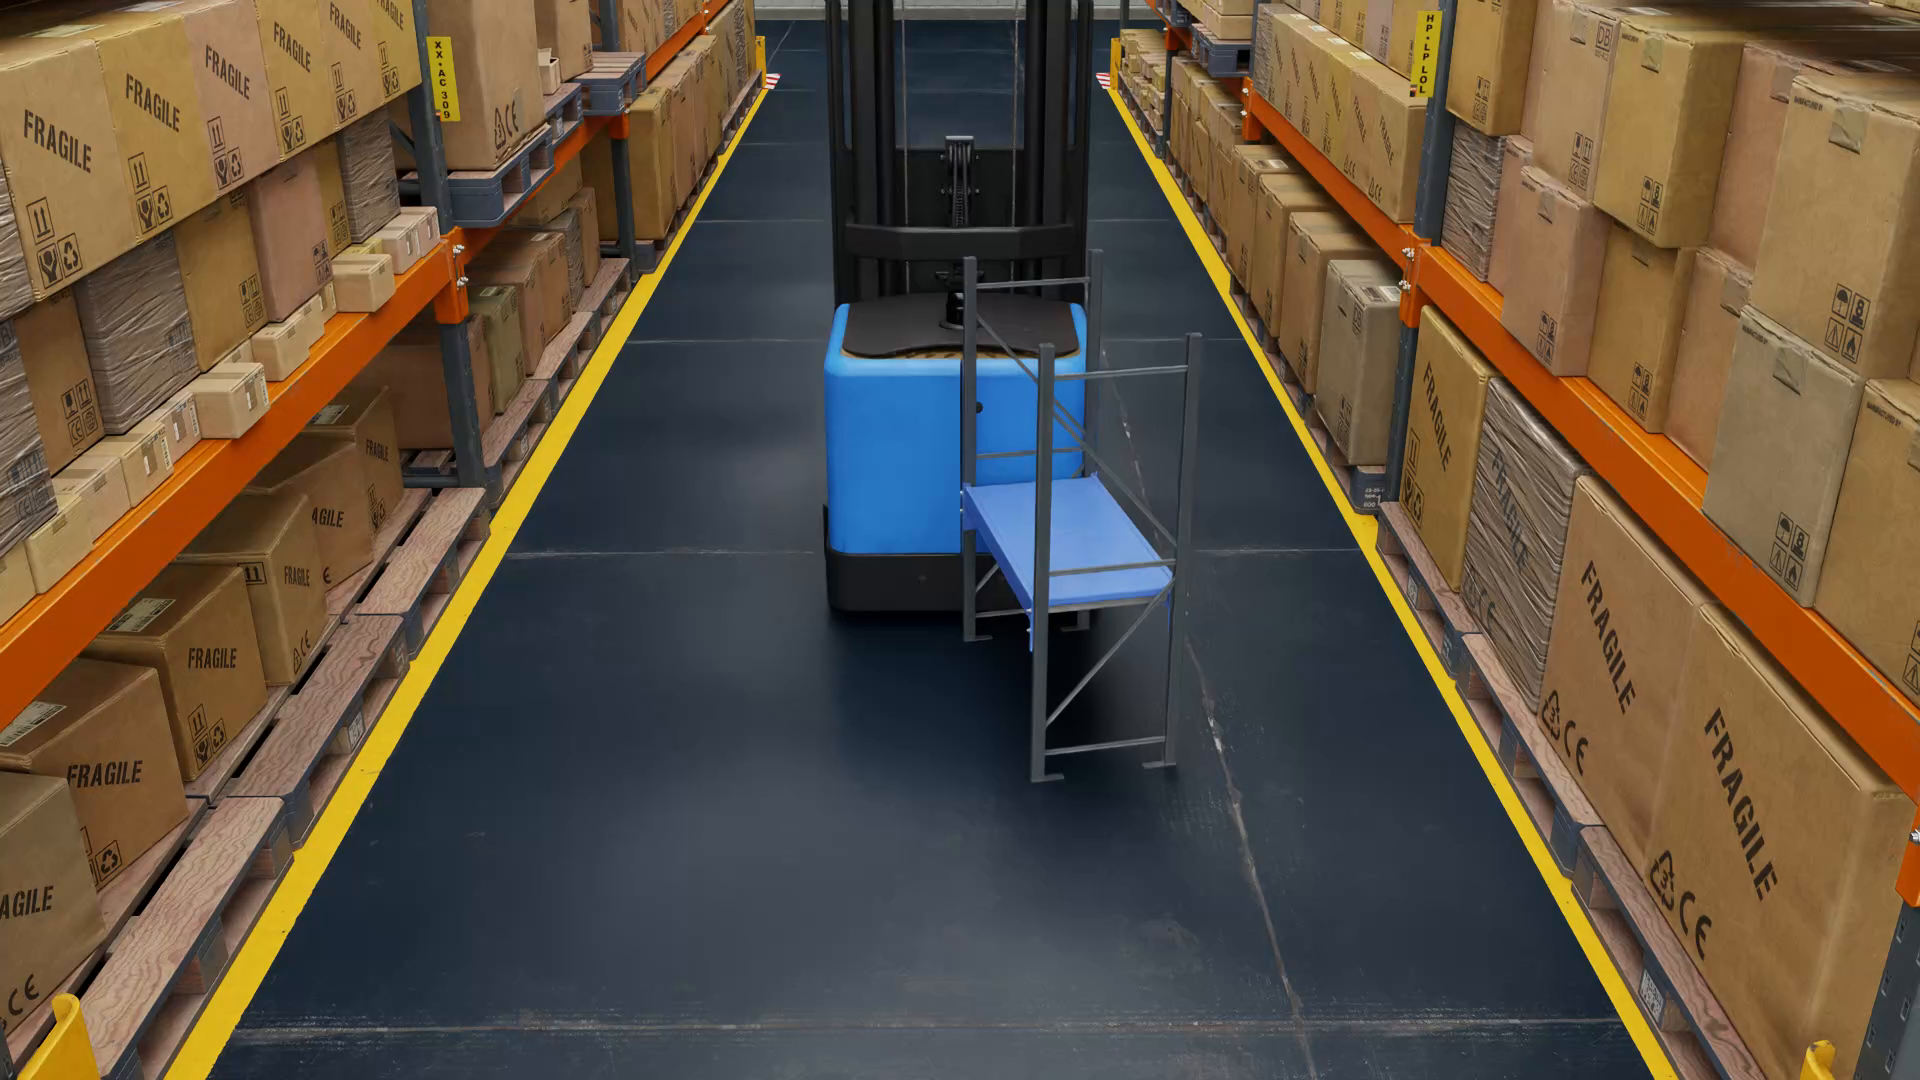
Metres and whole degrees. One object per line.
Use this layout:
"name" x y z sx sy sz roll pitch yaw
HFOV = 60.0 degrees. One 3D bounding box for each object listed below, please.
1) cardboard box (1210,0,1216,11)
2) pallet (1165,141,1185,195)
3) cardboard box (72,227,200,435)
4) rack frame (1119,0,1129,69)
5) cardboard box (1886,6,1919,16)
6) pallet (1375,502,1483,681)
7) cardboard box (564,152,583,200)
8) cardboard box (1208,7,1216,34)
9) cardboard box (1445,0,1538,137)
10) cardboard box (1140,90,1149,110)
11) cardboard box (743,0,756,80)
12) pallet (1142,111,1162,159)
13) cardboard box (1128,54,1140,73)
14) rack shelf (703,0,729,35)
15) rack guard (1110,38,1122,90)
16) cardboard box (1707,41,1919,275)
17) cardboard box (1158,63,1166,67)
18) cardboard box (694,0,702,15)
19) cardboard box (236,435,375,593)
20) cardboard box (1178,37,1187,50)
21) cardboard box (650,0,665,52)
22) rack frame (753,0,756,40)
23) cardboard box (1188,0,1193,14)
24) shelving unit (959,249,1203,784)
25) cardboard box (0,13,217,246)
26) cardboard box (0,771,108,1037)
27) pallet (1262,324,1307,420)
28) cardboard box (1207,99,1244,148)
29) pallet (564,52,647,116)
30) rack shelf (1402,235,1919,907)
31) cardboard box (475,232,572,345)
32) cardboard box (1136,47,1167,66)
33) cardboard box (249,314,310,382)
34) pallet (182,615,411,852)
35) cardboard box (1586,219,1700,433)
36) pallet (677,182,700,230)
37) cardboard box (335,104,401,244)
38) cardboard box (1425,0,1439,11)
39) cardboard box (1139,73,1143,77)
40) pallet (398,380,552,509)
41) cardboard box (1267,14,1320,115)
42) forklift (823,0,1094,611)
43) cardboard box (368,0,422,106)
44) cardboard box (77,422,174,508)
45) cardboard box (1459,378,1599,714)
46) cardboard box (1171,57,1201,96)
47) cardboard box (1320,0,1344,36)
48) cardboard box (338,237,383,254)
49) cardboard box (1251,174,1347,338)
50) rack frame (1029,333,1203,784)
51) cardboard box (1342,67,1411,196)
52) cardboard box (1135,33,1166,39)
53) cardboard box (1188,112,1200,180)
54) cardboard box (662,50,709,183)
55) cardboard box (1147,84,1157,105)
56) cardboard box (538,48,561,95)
"cardboard box" 1.855 -3.582 10.964 0.380 0.149 0.250 1 24 1
"pallet" 2.286 -3.115 13.881 1.003 0.211 1.213 0 24 -1
"cardboard box" -2.620 -0.600 4.455 0.875 0.500 0.500 0 24 -1
"rack frame" 2.233 -6.354 17.660 1.000 3.000 0.127 0 24 -1
"cardboard box" 6.993 -3.679 11.926 0.500 0.250 0.500 0 24 -1
"pallet" 2.294 0.175 6.608 1.003 0.211 1.213 0 24 -1
"cardboard box" -2.604 -2.205 10.074 0.500 0.250 0.500 1 24 2
"cardboard box" 1.854 -3.438 11.008 0.380 0.149 0.250 0 24 -1
"cardboard box" 2.333 -1.818 6.137 0.875 0.550 0.550 0 24 -1
"cardboard box" 1.920 -4.185 15.814 0.380 0.149 0.250 0 24 -1
"cardboard box" -2.641 -5.334 17.472 0.875 0.875 0.875 0 24 -1
"pallet" 2.234 -3.712 15.202 1.003 0.211 1.213 0 24 -1
"cardboard box" 1.914 -4.846 16.913 0.380 0.149 0.250 0 24 1
"rack shelf" -2.706 -5.222 16.029 1.077 0.370 4.000 0 24 -1
"rack guard" 2.233 -5.184 18.106 1.175 0.500 0.348 0 24 -1
"cardboard box" 2.473 -0.932 4.179 0.875 0.550 0.550 0 24 -1
"cardboard box" 2.035 -4.330 15.412 0.380 0.149 0.250 1 24 1
"cardboard box" -2.406 -4.580 13.614 0.500 0.500 0.500 0 24 0
"cardboard box" -2.619 -0.081 6.312 0.500 0.500 0.500 8 25 16
"cardboard box" 2.437 -5.197 17.329 0.380 0.149 0.250 0 24 0
"cardboard box" -2.391 -3.748 11.776 0.500 0.500 0.500 -1 24 -2
"rack frame" -2.728 -6.374 17.703 1.000 3.000 0.127 0 24 -1
"cardboard box" 1.846 -3.865 11.950 0.380 0.149 0.250 0 24 1
"shelving unit" 0.367 -0.113 5.681 0.538 1.500 1.048 -5 25 -11
"cardboard box" -2.292 -1.057 4.252 0.500 0.500 0.500 0 24 -1
"cardboard box" -2.544 0.909 4.123 0.500 0.500 0.500 4 25 9
"pallet" 2.264 -0.961 9.118 1.003 0.211 1.213 0 24 -1
"cardboard box" 2.034 -2.941 11.726 0.500 0.250 0.500 0 24 0
"pallet" -2.527 -2.697 9.805 1.213 0.211 1.003 0 24 -1
"rack shelf" 2.385 -0.258 5.053 1.077 0.370 4.000 0 24 -1
"cardboard box" -2.582 -1.401 9.207 0.700 0.500 0.500 2 24 4
"cardboard box" 1.933 -4.758 16.359 0.380 0.149 0.250 0 24 0
"cardboard box" -2.299 -0.609 5.262 0.380 0.149 0.250 0 24 -1
"pallet" -2.538 0.622 5.619 1.003 0.211 1.213 0 24 -1
"cardboard box" 2.402 -0.659 4.884 0.875 0.550 0.500 0 24 -1
"pallet" -2.585 -2.633 12.817 1.003 0.211 1.213 0 24 -1
"cardboard box" -2.654 -1.424 6.277 0.875 0.500 0.500 0 24 -1
"cardboard box" 2.352 -2.115 6.953 0.700 0.500 0.500 -1 24 -1
"cardboard box" 2.004 -4.609 16.751 0.380 0.149 0.250 0 24 0
"pallet" -2.607 -0.479 8.054 1.003 0.211 1.213 0 24 -1
"cardboard box" 2.063 -2.708 9.476 0.500 0.500 0.500 0 24 -1
"forklift" -0.004 -1.619 7.273 1.130 2.935 3.031 0 24 0
"cardboard box" -2.317 -1.882 6.075 0.500 0.500 0.500 0 24 -1
"cardboard box" -2.309 -0.197 4.350 0.380 0.149 0.250 0 24 -1
"cardboard box" 2.314 -0.002 5.683 0.875 0.875 0.875 0 24 0
"cardboard box" 2.020 -3.795 13.614 0.500 0.250 0.500 -1 24 -3
"cardboard box" 2.329 -2.954 8.807 0.700 0.500 0.500 -1 24 -1
"cardboard box" -2.365 -1.021 6.172 0.380 0.149 0.250 0 24 -1
"cardboard box" 2.249 -1.613 9.396 1.050 0.750 0.750 0 24 0
"rack frame" 0.477 0.091 5.229 0.500 1.500 0.032 -5 25 -11
"cardboard box" 2.085 -1.877 7.639 0.500 0.500 0.500 -1 24 -1
"cardboard box" 2.022 -5.187 17.308 0.380 0.149 0.250 0 24 0
"cardboard box" 2.046 -3.019 12.809 0.500 0.500 0.500 0 24 0
"cardboard box" -2.647 -3.317 13.013 1.225 0.875 0.875 -1 24 -2
"cardboard box" 1.919 -4.084 15.230 0.380 0.149 0.250 -1 24 -2
"cardboard box" -2.353 -2.522 8.839 0.396 0.266 0.258 -1 24 -2
